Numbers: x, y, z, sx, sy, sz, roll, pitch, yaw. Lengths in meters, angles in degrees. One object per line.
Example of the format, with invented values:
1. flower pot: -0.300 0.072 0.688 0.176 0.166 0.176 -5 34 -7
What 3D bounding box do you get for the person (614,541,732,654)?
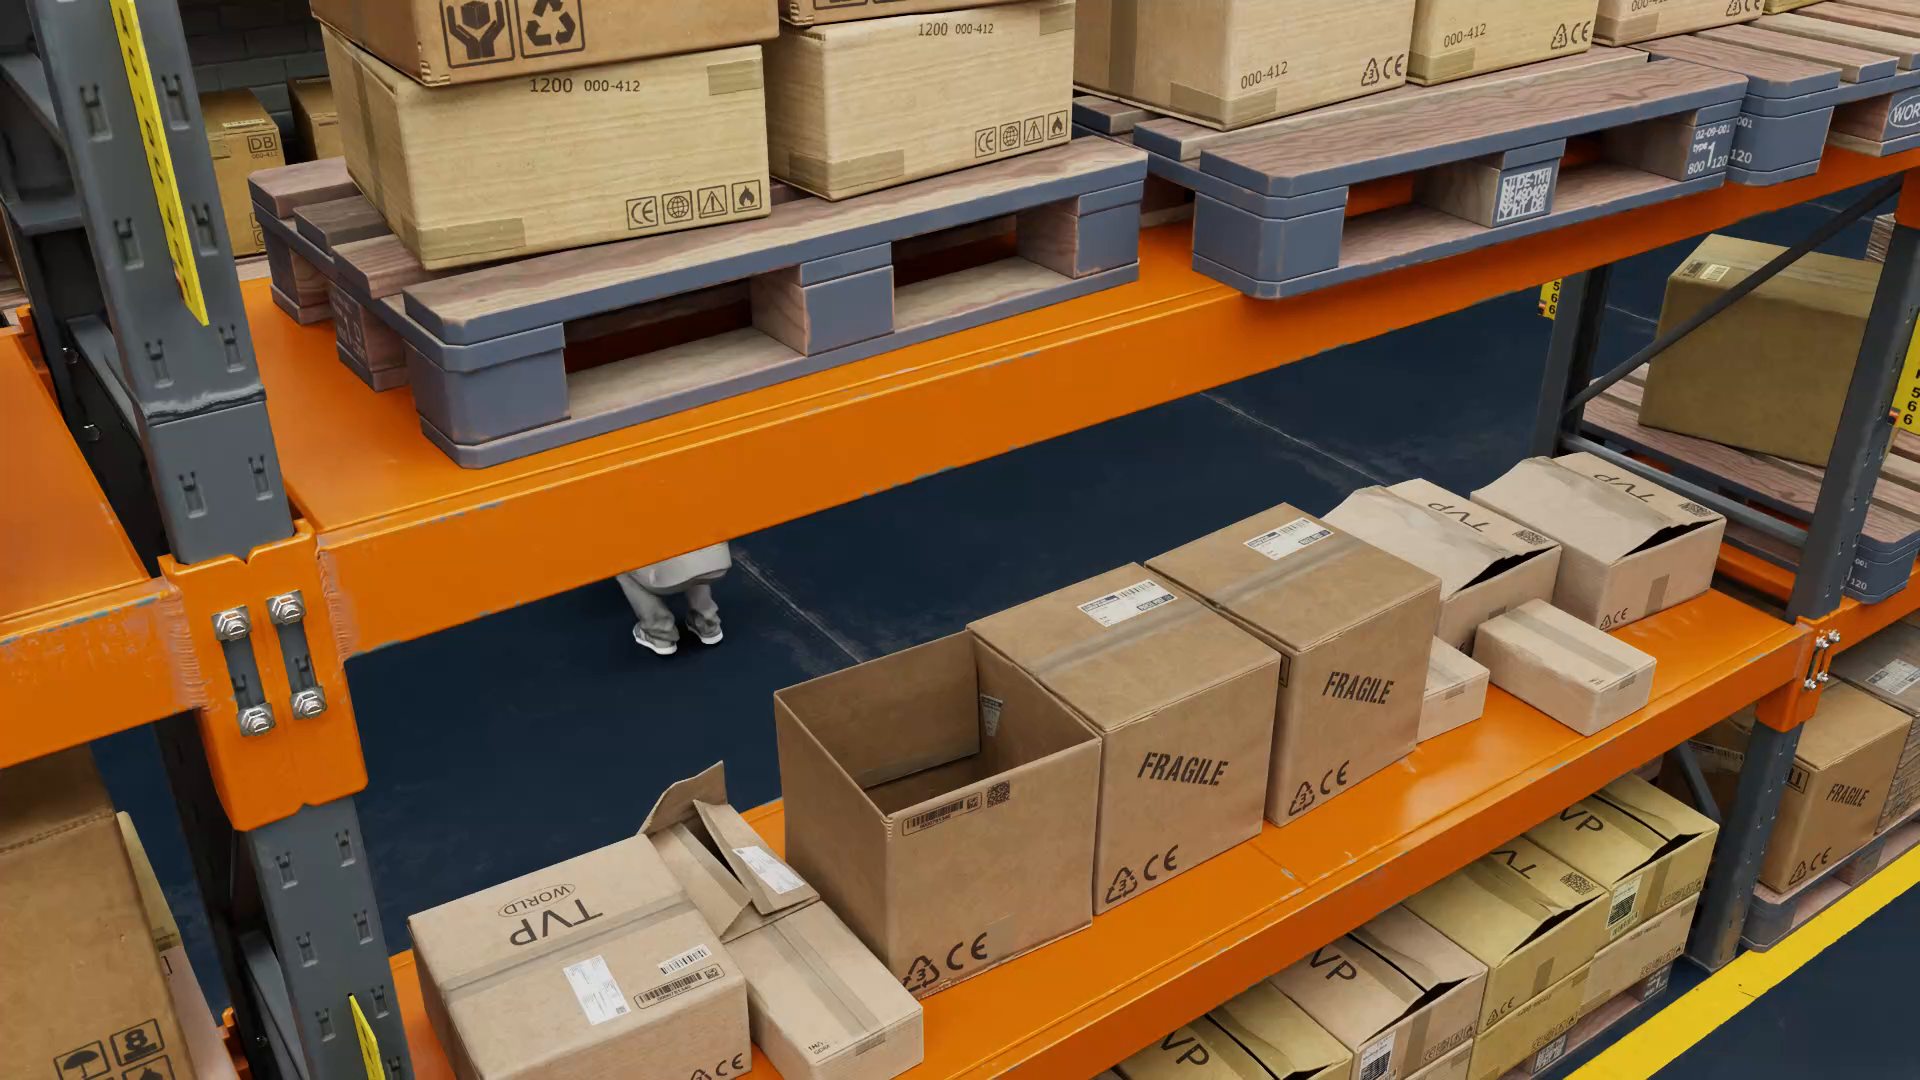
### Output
1. person: -1.260 0.000 6.870 0.447 0.890 0.807 -19 34 -31
